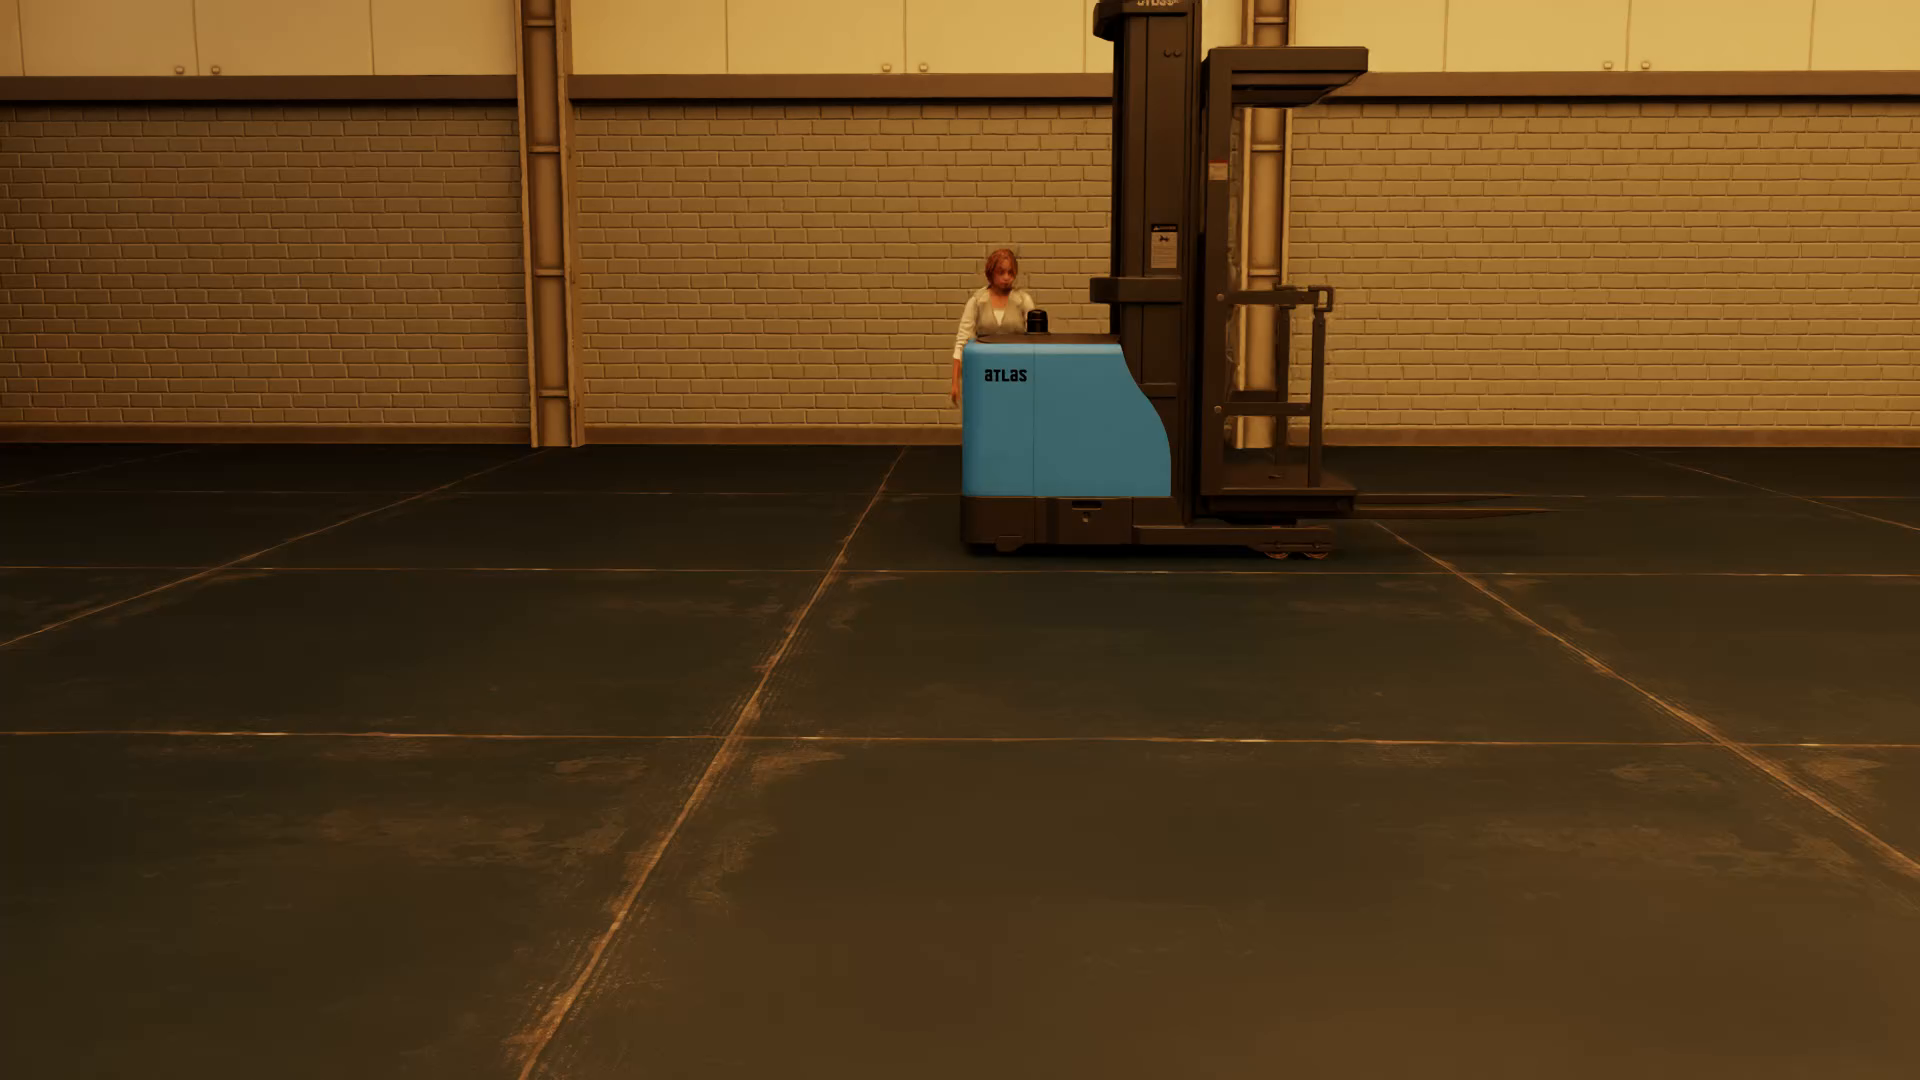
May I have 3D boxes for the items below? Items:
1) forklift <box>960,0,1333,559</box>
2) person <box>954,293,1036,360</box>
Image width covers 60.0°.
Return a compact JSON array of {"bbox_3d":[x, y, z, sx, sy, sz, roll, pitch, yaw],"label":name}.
[{"bbox_3d":[1.523,-1.434,8.681,3.031,2.935,1.130,0,9,1],"label":"forklift"},{"bbox_3d":[0.281,-0.791,9.770,0.633,1.335,0.283,0,9,-1],"label":"person"}]
